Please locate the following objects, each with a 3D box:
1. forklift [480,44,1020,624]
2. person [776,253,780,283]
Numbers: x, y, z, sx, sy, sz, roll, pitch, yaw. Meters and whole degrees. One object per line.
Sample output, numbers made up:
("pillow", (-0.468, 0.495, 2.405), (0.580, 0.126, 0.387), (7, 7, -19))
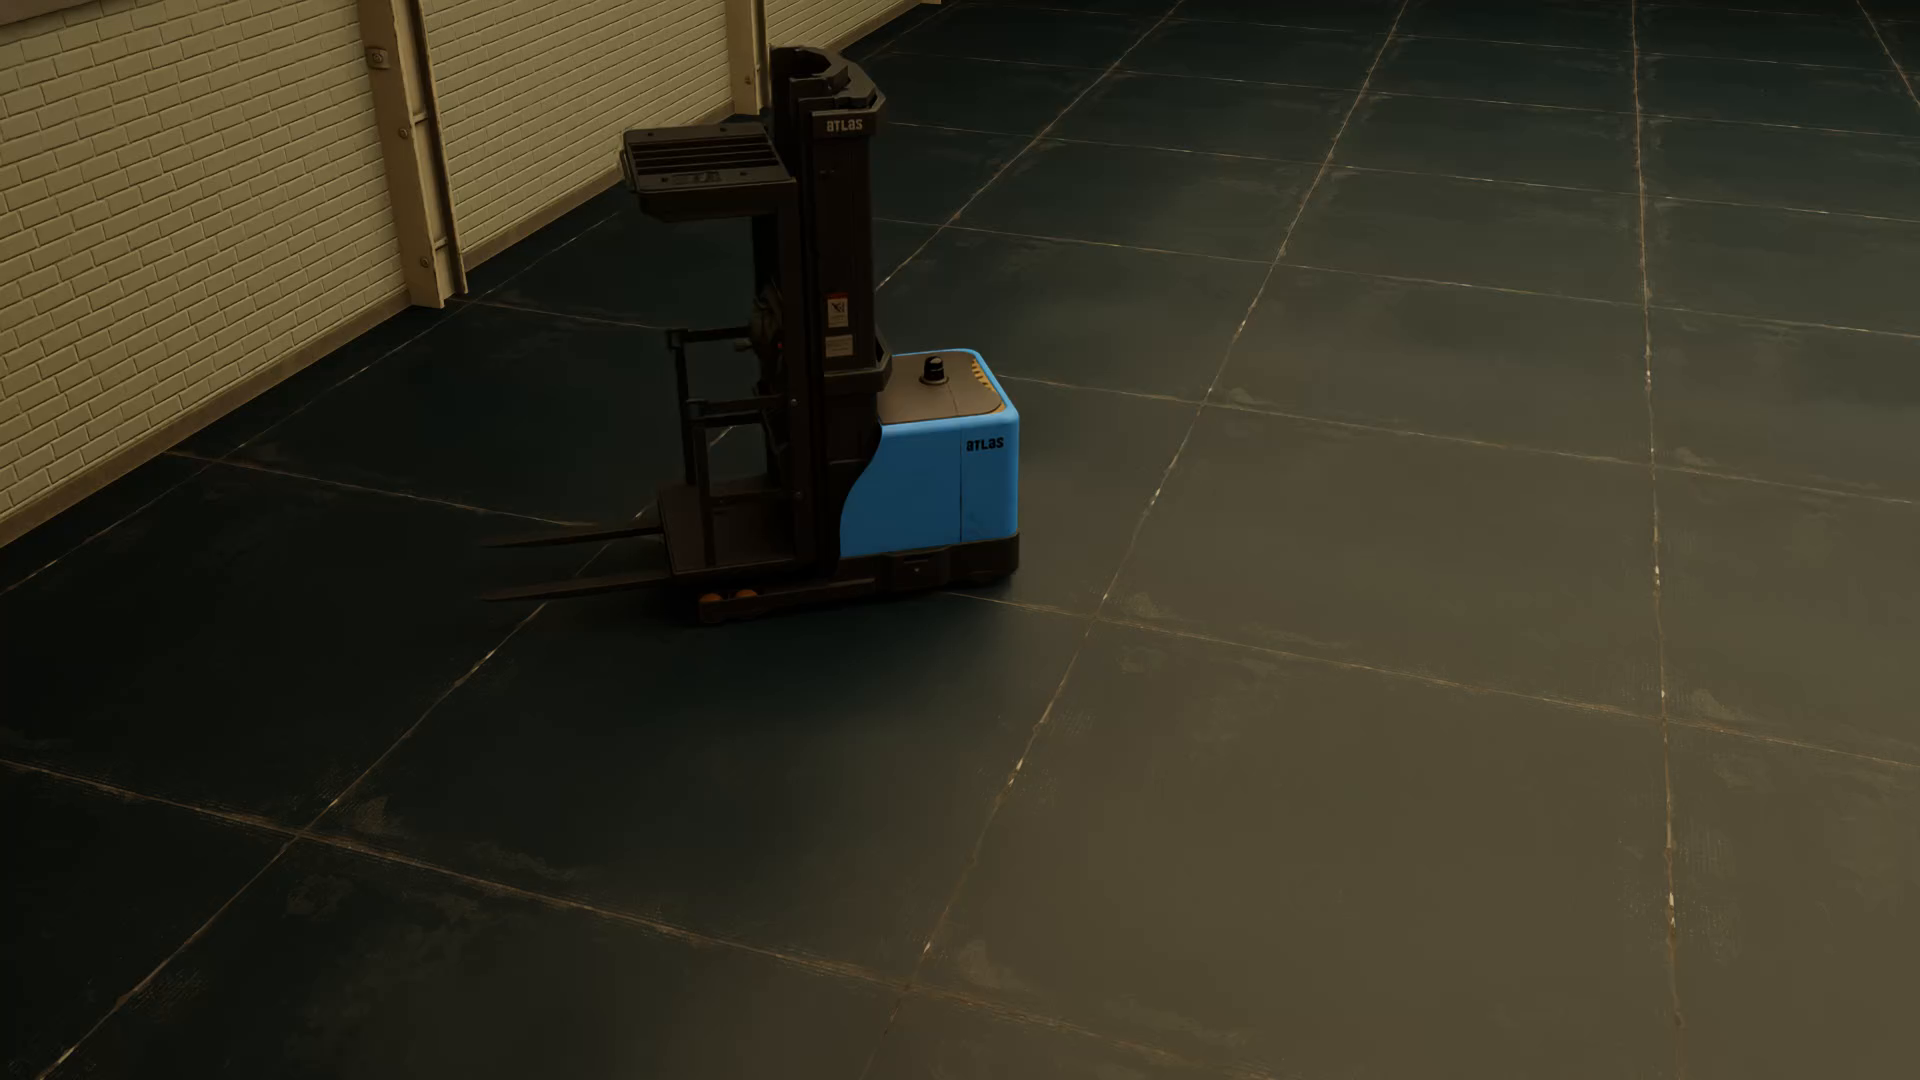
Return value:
("forklift", (-1.231, -1.094, 9.055), (3.031, 2.935, 1.130), (-7, 30, -12))
("person", (-1.114, -1.907, 11.724), (0.700, 1.709, 0.626), (-24, 37, -35))
